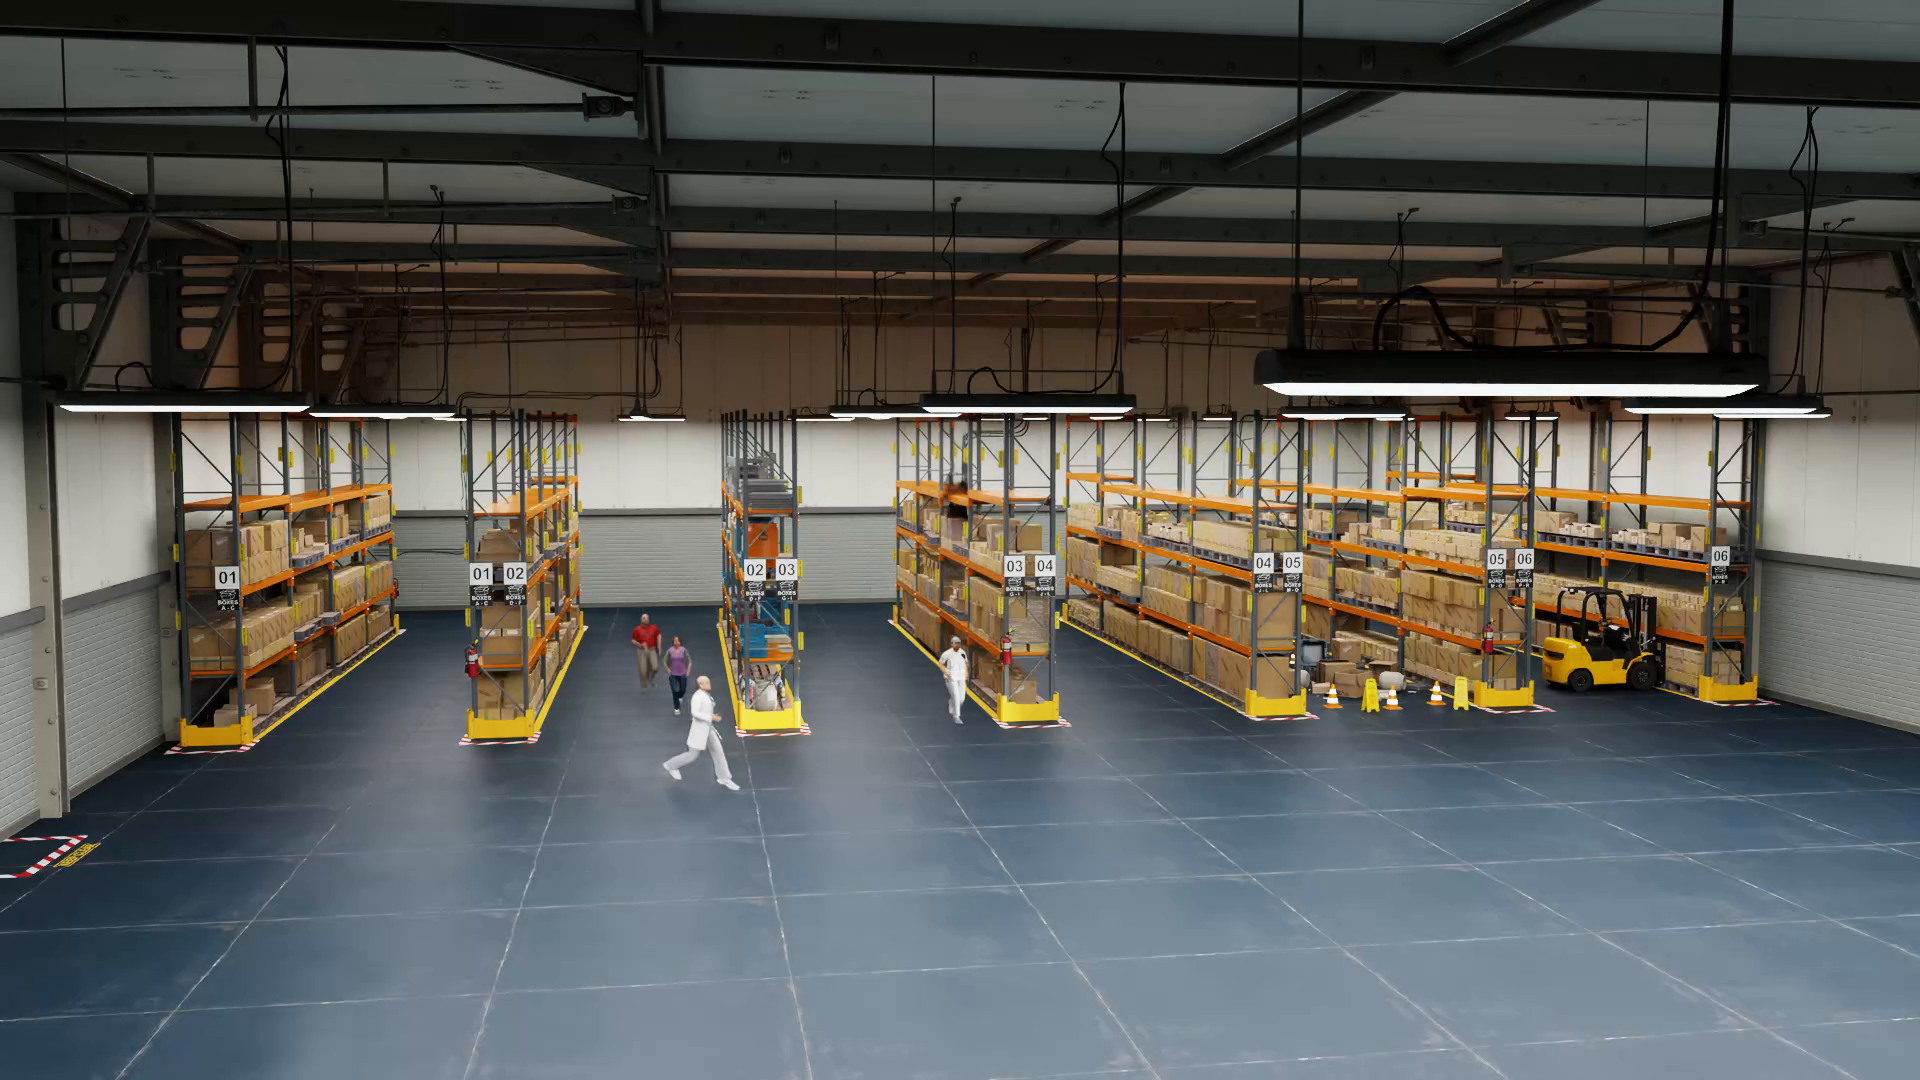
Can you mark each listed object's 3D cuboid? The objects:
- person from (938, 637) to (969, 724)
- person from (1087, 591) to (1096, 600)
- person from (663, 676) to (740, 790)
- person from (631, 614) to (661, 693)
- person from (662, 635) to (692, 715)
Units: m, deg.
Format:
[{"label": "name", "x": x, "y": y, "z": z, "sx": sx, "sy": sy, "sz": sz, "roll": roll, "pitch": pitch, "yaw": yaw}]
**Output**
[{"label": "person", "x": -0.111, "y": 2.680, "z": 32.080, "sx": 0.622, "sy": 1.645, "sz": 0.677, "roll": -2, "pitch": 4, "yaw": -28}, {"label": "person", "x": 3.998, "y": 1.415, "z": 49.619, "sx": 0.962, "sy": 1.649, "sz": 0.583, "roll": 2, "pitch": 4, "yaw": 22}, {"label": "person", "x": -4.082, "y": 3.026, "z": 26.069, "sx": 1.217, "sy": 1.796, "sz": 0.671, "roll": 1, "pitch": 4, "yaw": 16}, {"label": "person", "x": -6.658, "y": 2.420, "z": 35.468, "sx": 0.674, "sy": 1.690, "sz": 0.614, "roll": -2, "pitch": 4, "yaw": -24}, {"label": "person", "x": -5.593, "y": 2.652, "z": 32.877, "sx": 0.583, "sy": 1.551, "sz": 0.594, "roll": -1, "pitch": 4, "yaw": -13}]
